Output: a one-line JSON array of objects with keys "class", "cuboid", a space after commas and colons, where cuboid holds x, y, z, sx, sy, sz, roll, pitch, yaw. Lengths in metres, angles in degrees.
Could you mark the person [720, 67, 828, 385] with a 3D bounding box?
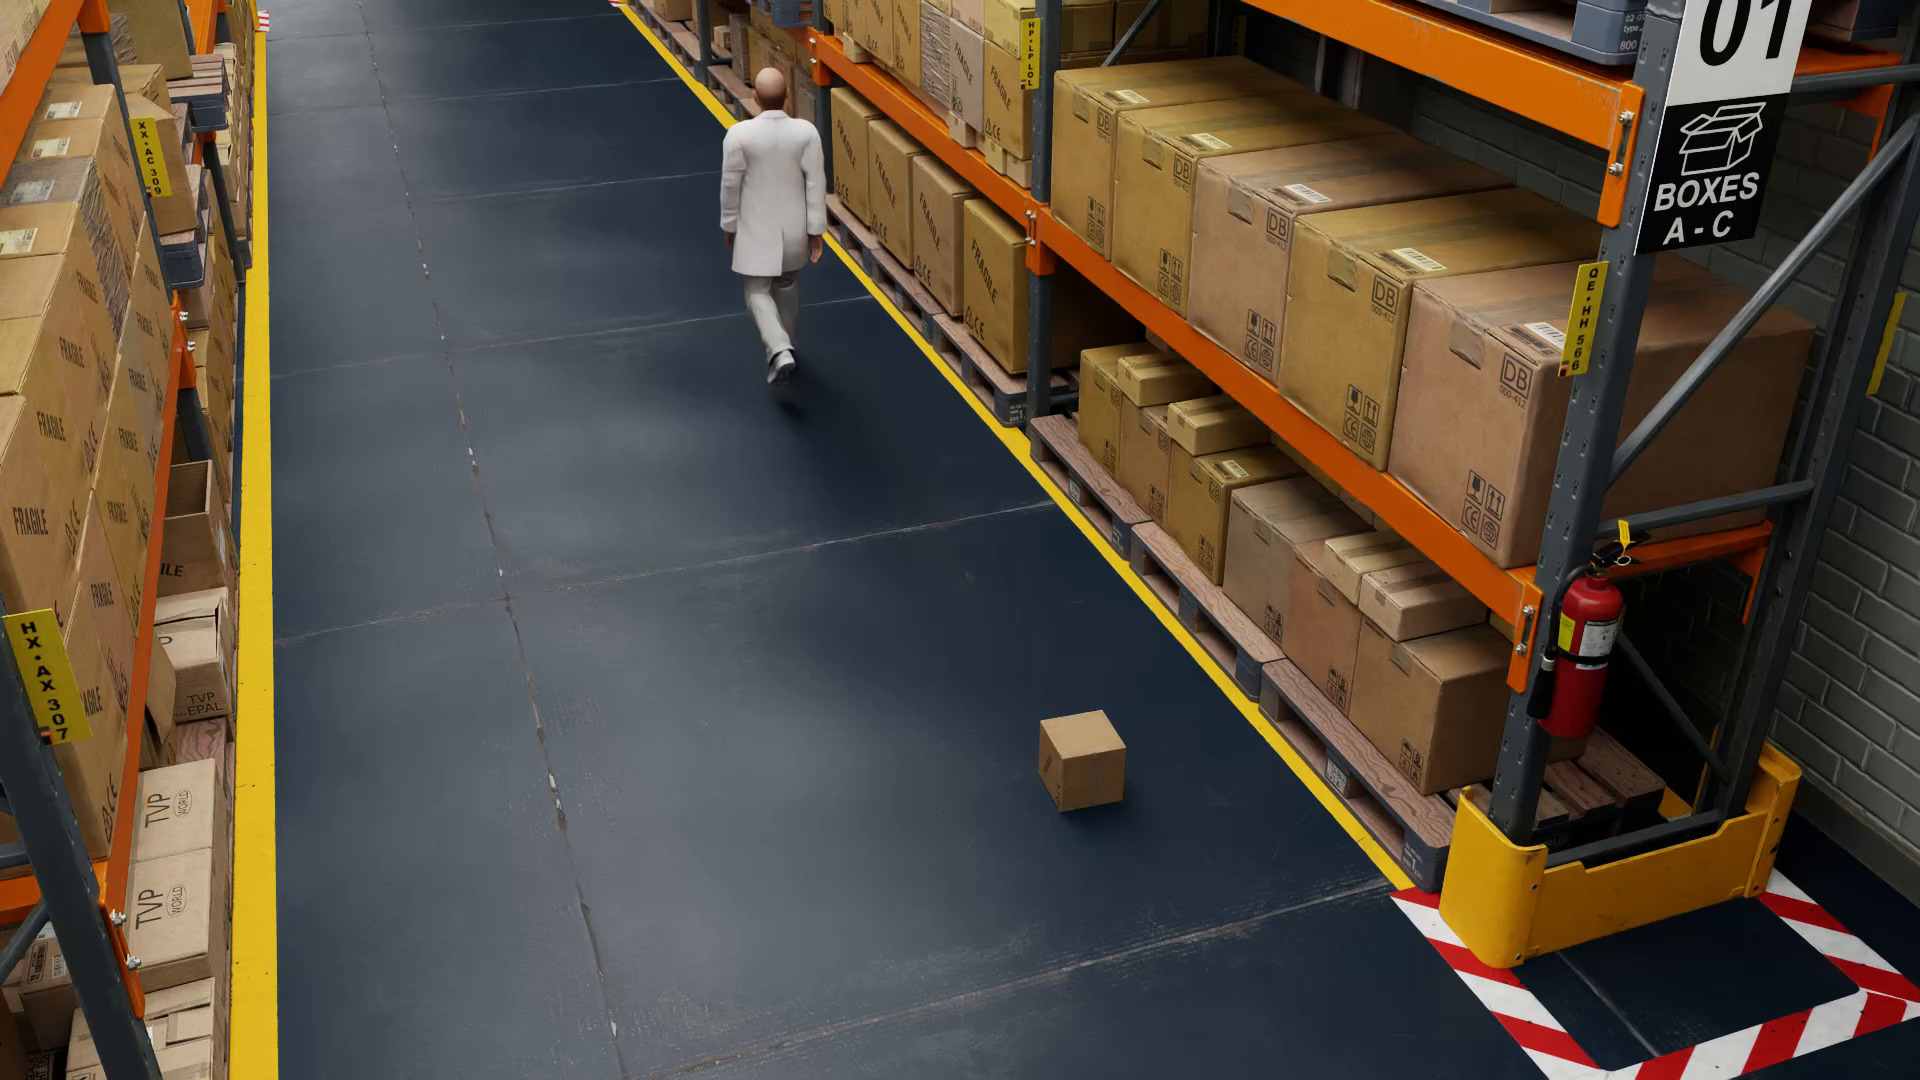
[{"class": "person", "cuboid": [-1.020, -1.716, 9.174, 0.570, 1.749, 0.993, -11, 31, -18]}]
